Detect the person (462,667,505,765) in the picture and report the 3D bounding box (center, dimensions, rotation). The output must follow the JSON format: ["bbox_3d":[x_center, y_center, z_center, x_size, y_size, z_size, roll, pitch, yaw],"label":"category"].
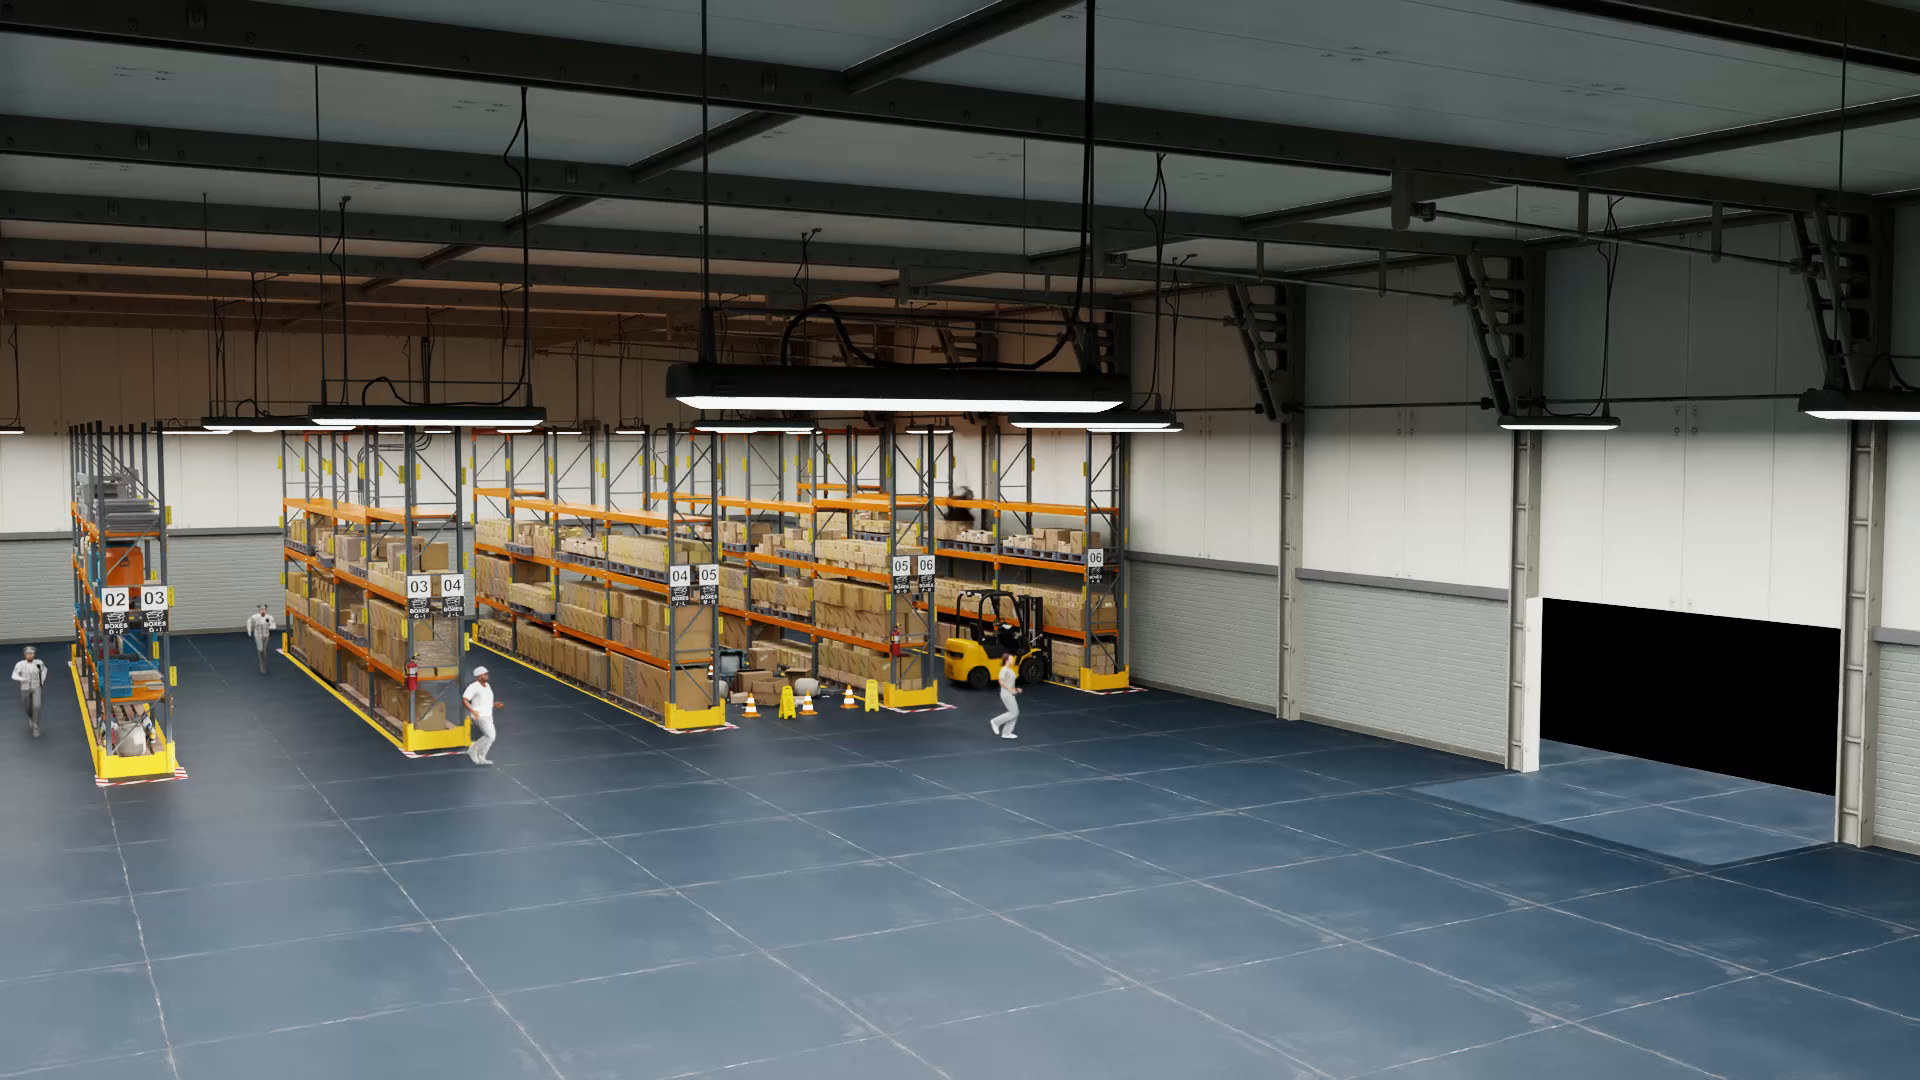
[{"bbox_3d":[-8.297,3.069,29.012,0.580,1.725,0.721,1,4,9],"label":"person"}]

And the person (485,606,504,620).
[{"bbox_3d":[-13.514,1.899,48.206,0.896,1.683,0.723,0,4,7],"label":"person"}]

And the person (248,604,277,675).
[{"bbox_3d":[-16.958,2.394,40.423,0.636,1.722,0.828,-2,4,-26],"label":"person"}]

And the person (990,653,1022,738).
[{"bbox_3d":[0.876,2.954,31.615,0.550,1.623,0.548,1,4,15],"label":"person"}]

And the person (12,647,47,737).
[{"bbox_3d":[-17.950,2.906,32.091,0.578,1.738,0.978,-2,4,-25],"label":"person"}]
